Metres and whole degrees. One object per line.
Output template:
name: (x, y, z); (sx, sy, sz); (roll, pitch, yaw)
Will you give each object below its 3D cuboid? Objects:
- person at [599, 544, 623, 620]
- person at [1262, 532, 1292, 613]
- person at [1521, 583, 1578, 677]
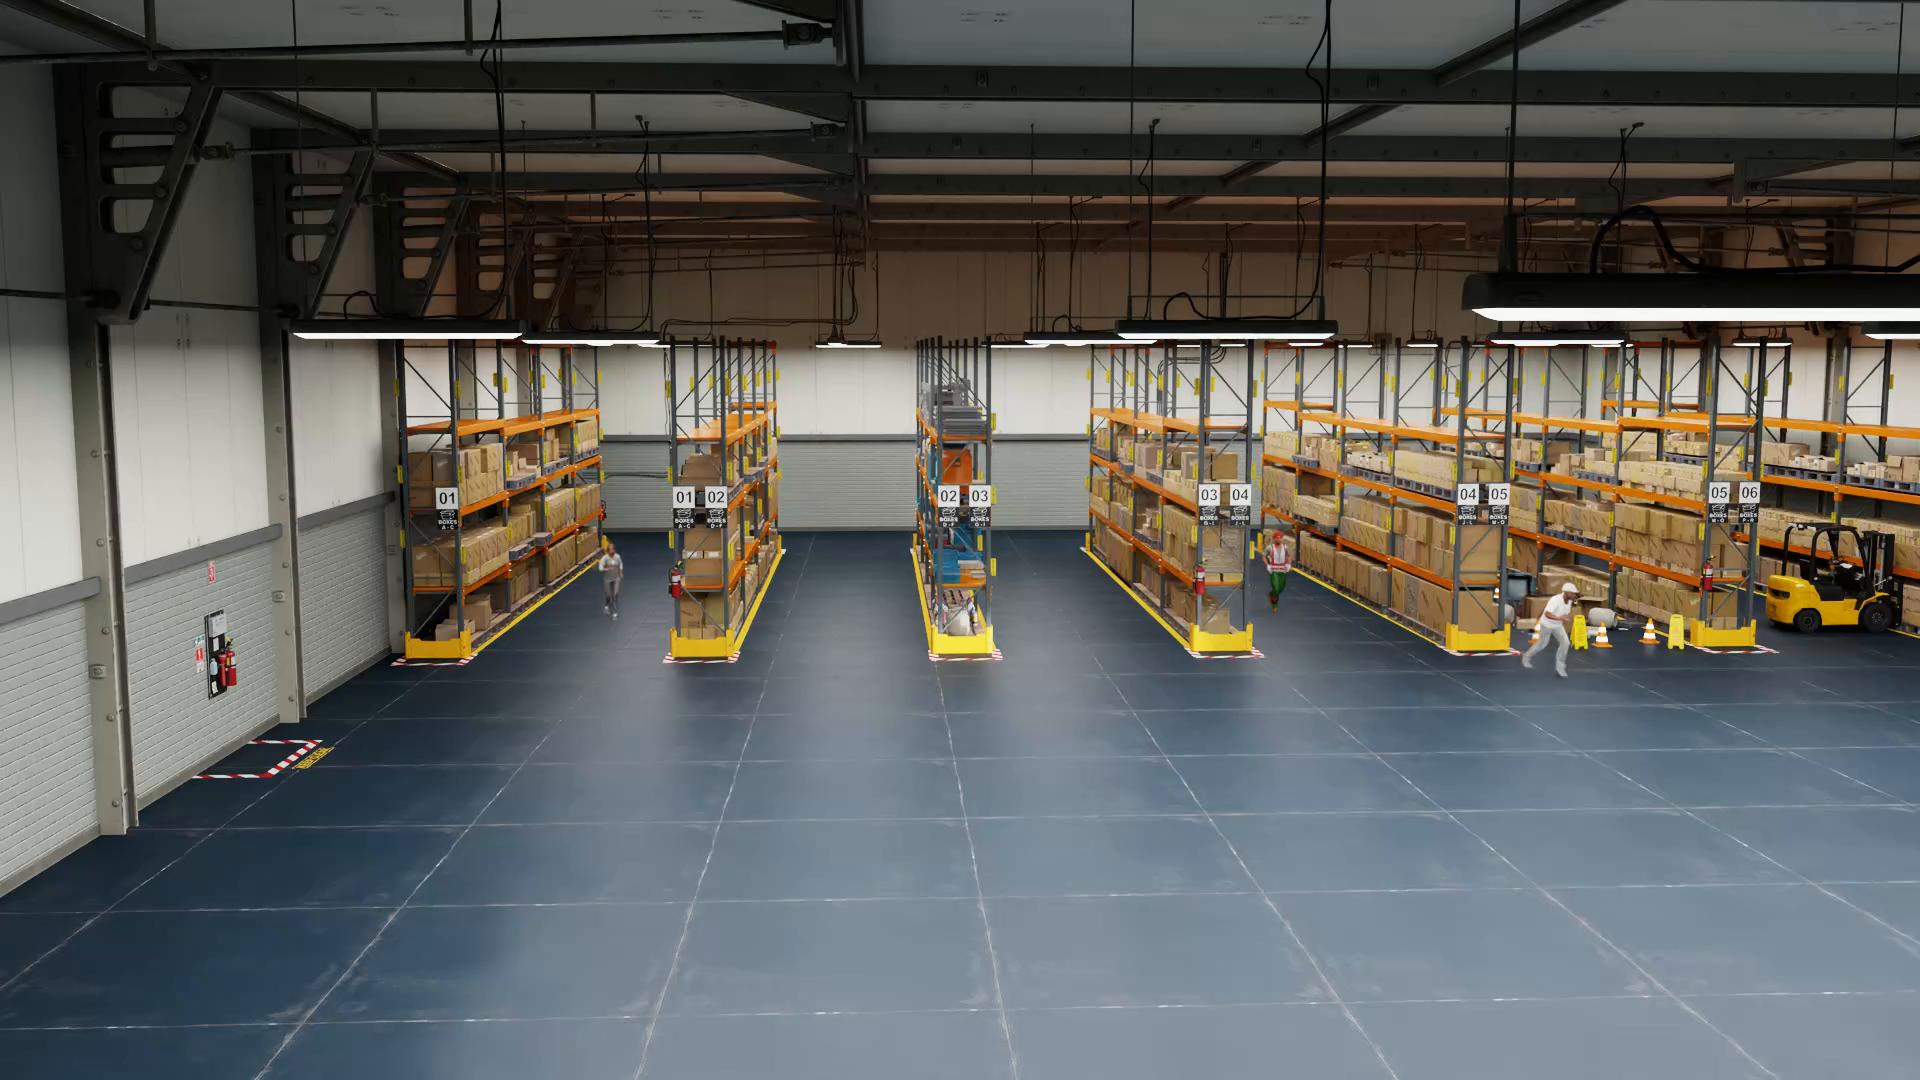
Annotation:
person: (-7.463, 0.884, 35.581); (0.537, 1.560, 0.881); (-3, 7, -22)
person: (6.987, 0.689, 36.728); (0.671, 1.773, 0.697); (-1, 7, -5)
person: (10.475, 1.575, 29.520); (0.747, 1.716, 1.039); (-5, 8, -39)
